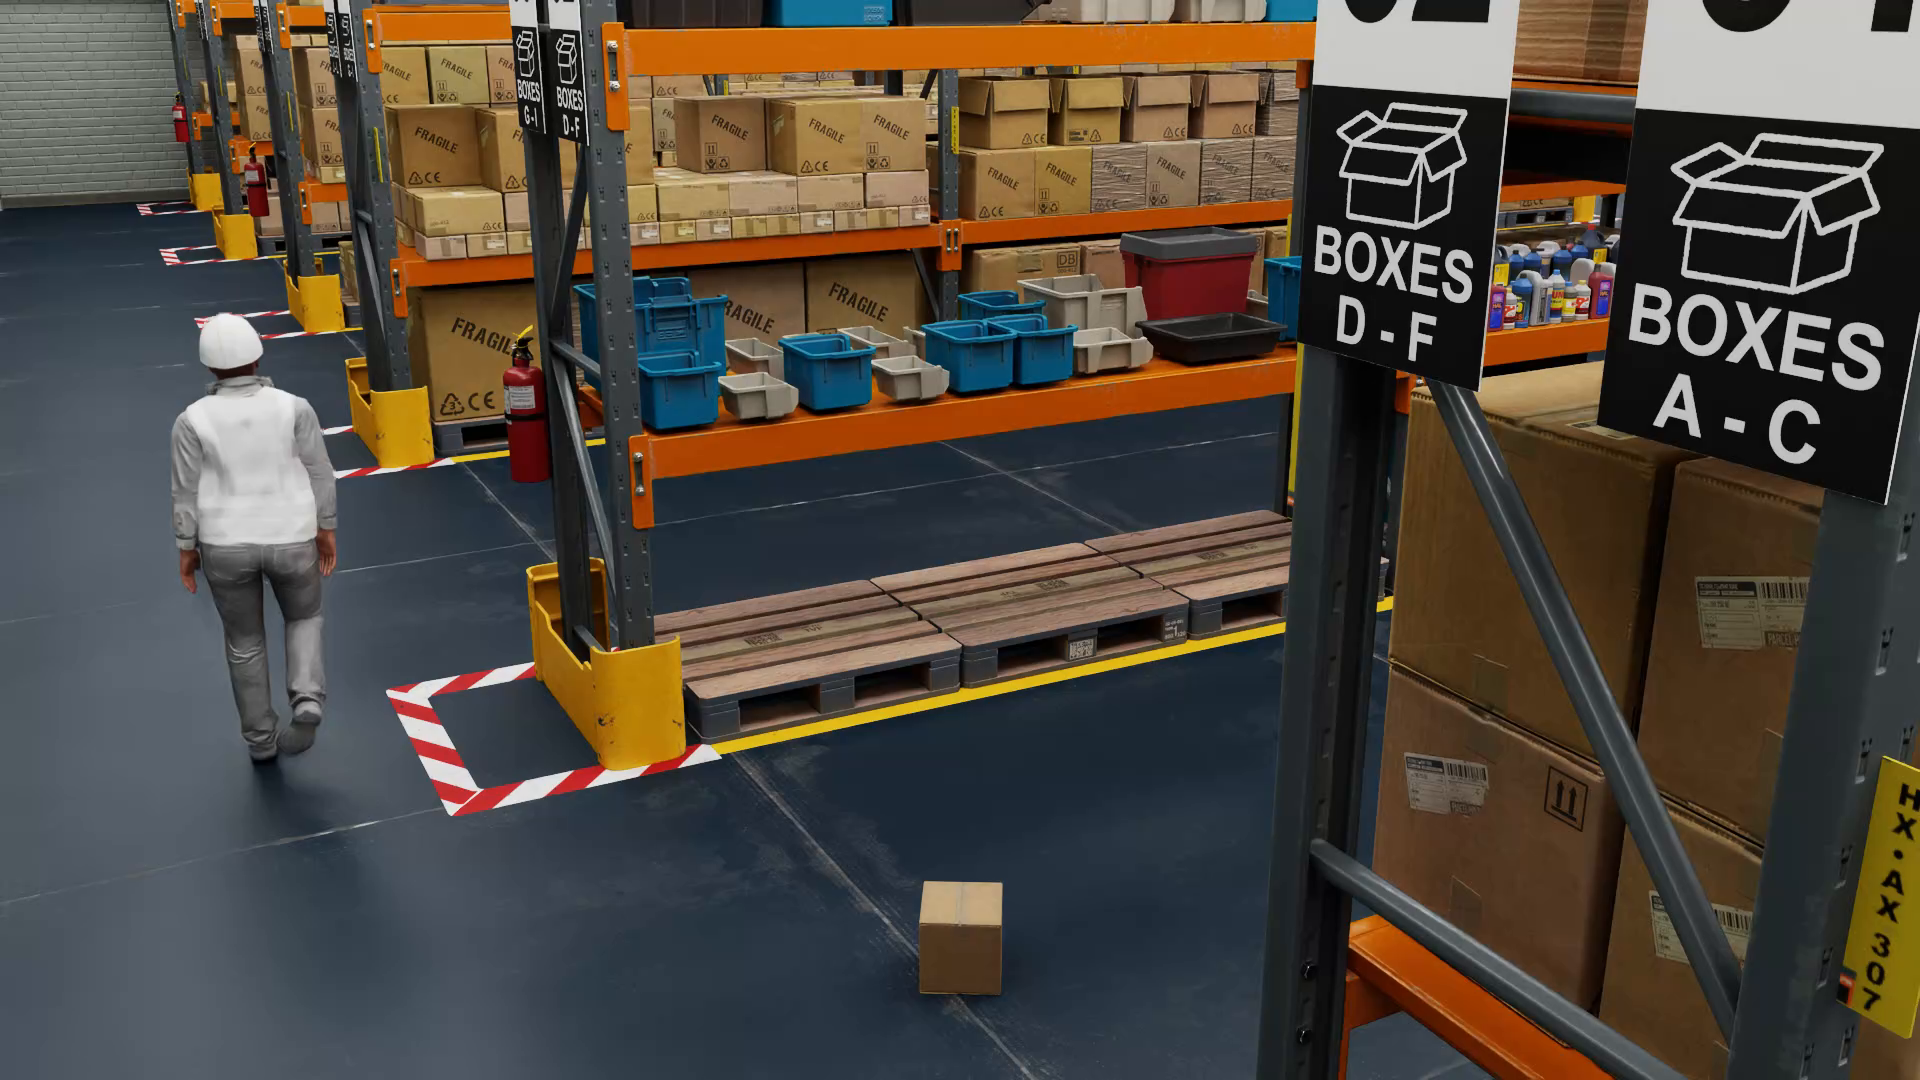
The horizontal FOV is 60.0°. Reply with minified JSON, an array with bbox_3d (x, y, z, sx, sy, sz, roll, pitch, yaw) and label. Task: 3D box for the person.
[{"bbox_3d":[-2.702,0.011,6.430,0.595,1.761,0.509,-8,20,-24],"label":"person"}]
